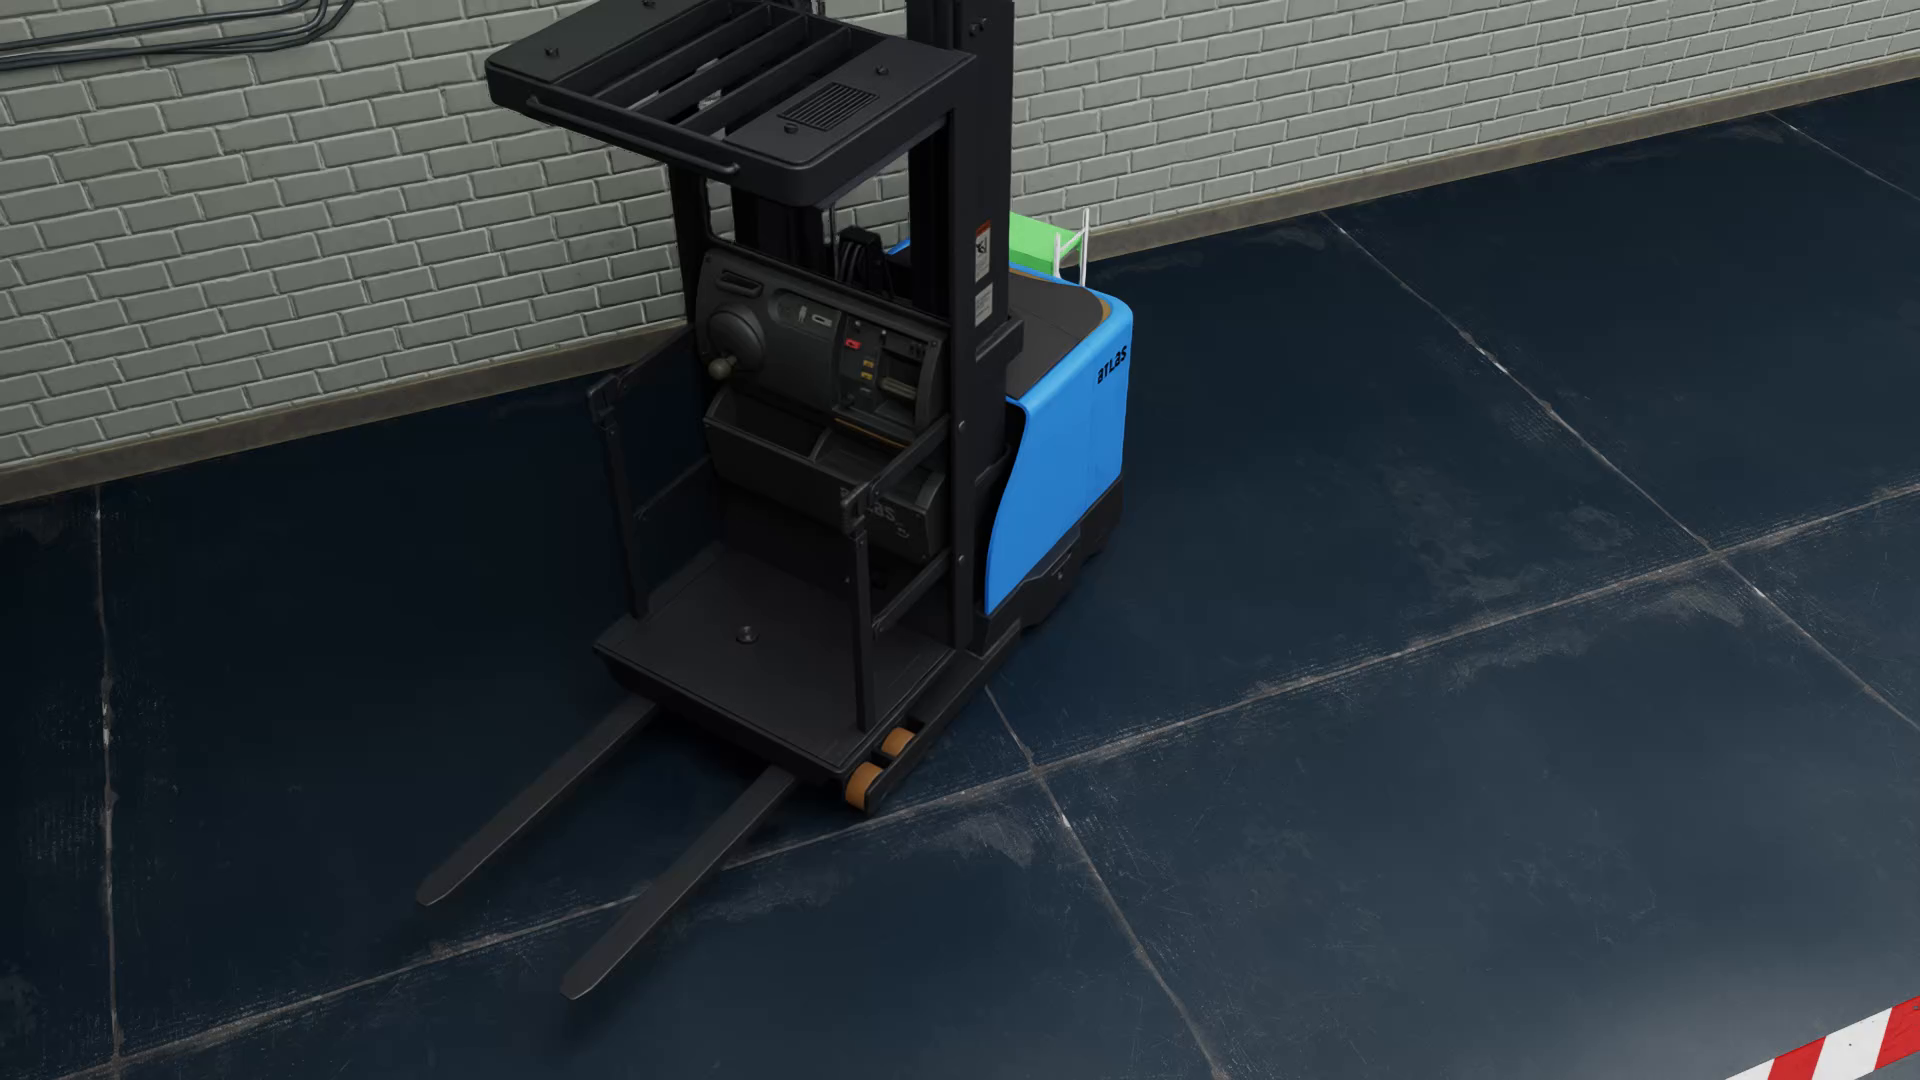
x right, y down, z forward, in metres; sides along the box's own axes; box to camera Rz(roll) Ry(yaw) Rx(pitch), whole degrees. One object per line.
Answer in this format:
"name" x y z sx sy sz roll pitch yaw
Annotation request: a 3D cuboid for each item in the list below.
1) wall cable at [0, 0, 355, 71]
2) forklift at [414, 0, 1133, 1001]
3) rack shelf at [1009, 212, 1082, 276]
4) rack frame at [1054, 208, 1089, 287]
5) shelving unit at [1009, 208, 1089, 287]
"wall cable" -3.605 -2.473 5.105 3.097 2.526 0.112 -15 43 -17
"forklift" -0.575 -0.542 5.132 1.130 2.935 3.031 23 46 25
"rack shelf" 0.221 -1.154 6.534 0.480 0.148 0.258 23 46 24
"rack frame" 0.426 -0.753 6.705 0.015 1.200 0.240 23 46 24
"shelving unit" 0.221 -0.839 6.805 0.503 1.200 0.258 23 46 24
